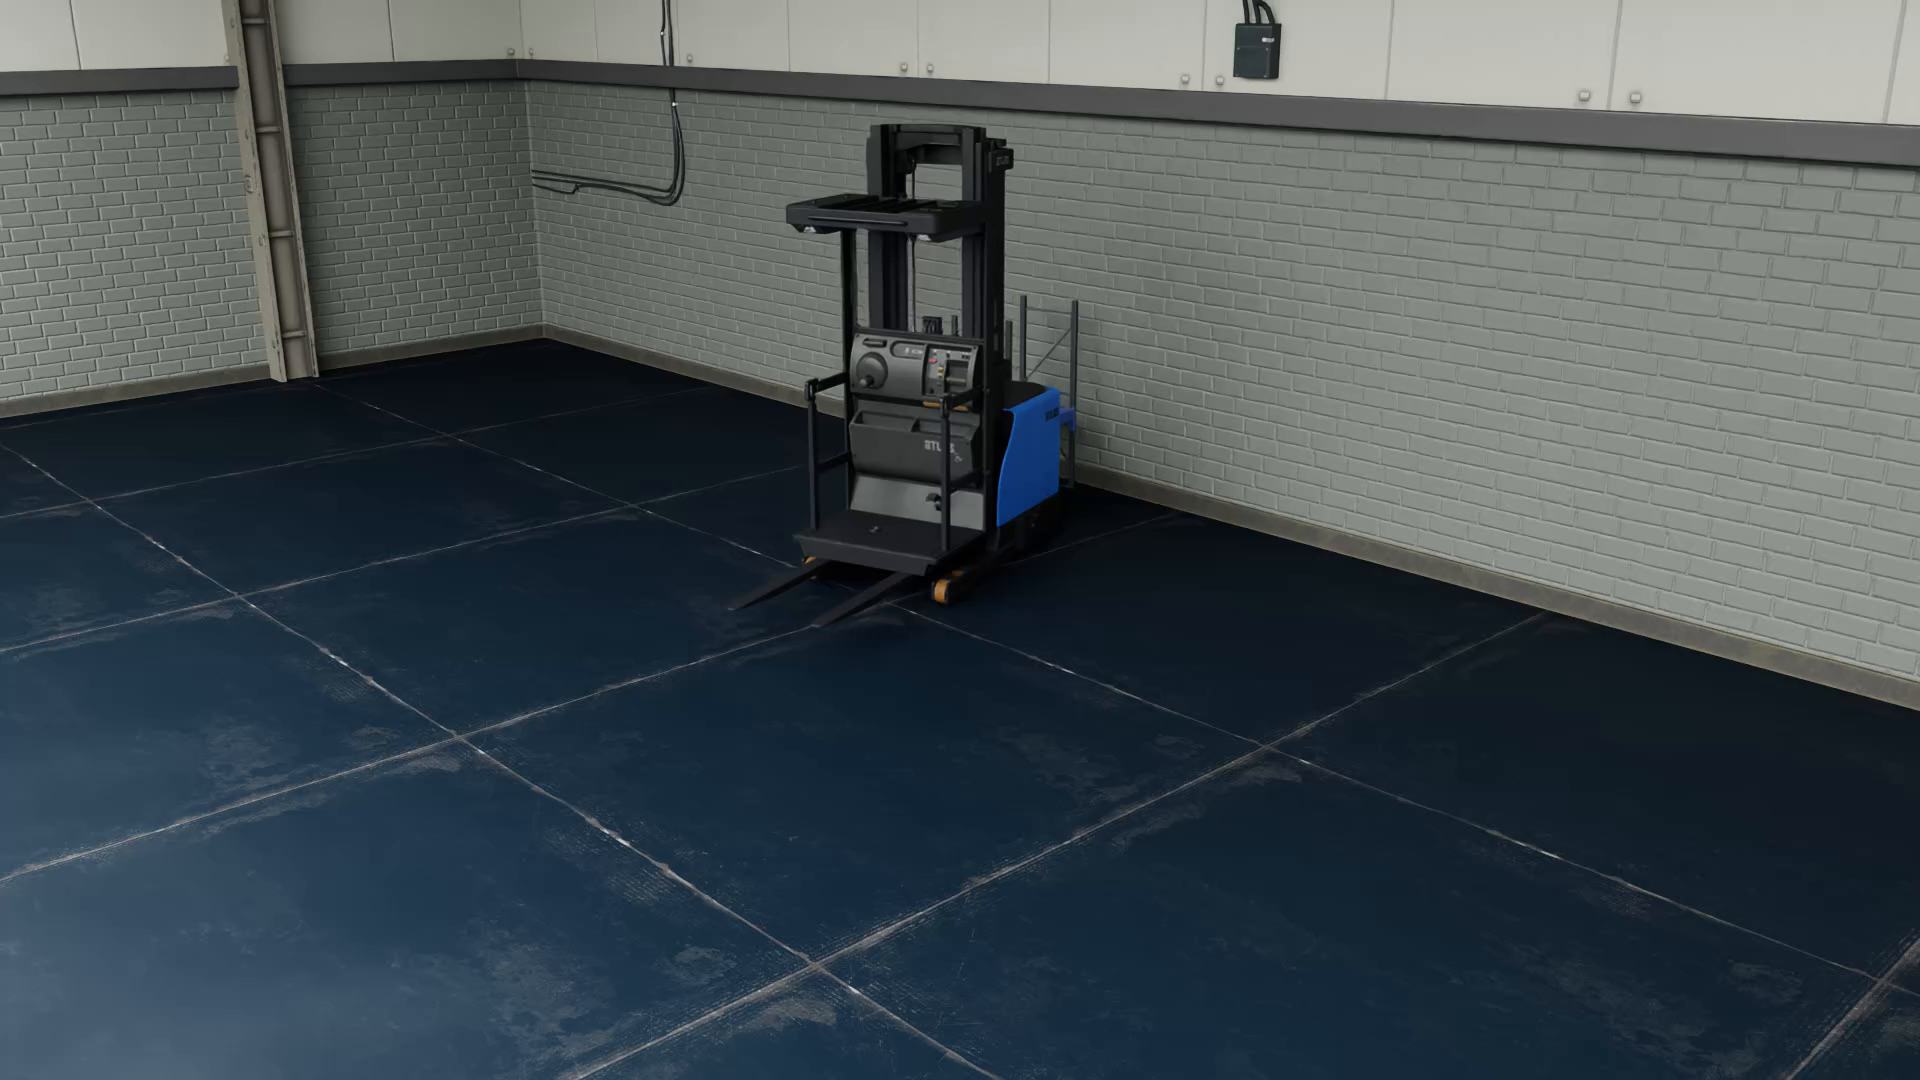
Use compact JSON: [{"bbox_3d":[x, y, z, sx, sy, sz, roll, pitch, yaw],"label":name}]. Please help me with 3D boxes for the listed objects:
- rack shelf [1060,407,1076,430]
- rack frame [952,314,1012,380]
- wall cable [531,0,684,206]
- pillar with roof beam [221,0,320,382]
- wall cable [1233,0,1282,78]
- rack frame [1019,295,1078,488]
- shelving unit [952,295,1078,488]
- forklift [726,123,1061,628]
[{"bbox_3d":[0.426,-0.866,12.807,0.538,0.185,1.000,11,21,30],"label":"rack shelf"},{"bbox_3d":[0.158,-0.904,12.340,0.500,1.500,0.032,11,21,30],"label":"rack frame"},{"bbox_3d":[-3.821,-4.815,17.279,0.112,2.526,3.097,-16,24,-41],"label":"wall cable"},{"bbox_3d":[-3.913,-4.999,12.813,0.400,9.000,9.100,-16,24,-41],"label":"pillar with roof beam"},{"bbox_3d":[2.689,-5.779,9.704,0.169,6.003,2.305,-16,24,-41],"label":"wall cable"},{"bbox_3d":[0.693,-1.170,13.163,0.500,1.500,0.032,11,21,30],"label":"rack frame"},{"bbox_3d":[0.426,-1.037,12.751,0.538,1.500,1.048,11,21,30],"label":"shelving unit"},{"bbox_3d":[-0.403,-1.136,10.736,1.130,2.935,3.031,9,20,27],"label":"forklift"}]
